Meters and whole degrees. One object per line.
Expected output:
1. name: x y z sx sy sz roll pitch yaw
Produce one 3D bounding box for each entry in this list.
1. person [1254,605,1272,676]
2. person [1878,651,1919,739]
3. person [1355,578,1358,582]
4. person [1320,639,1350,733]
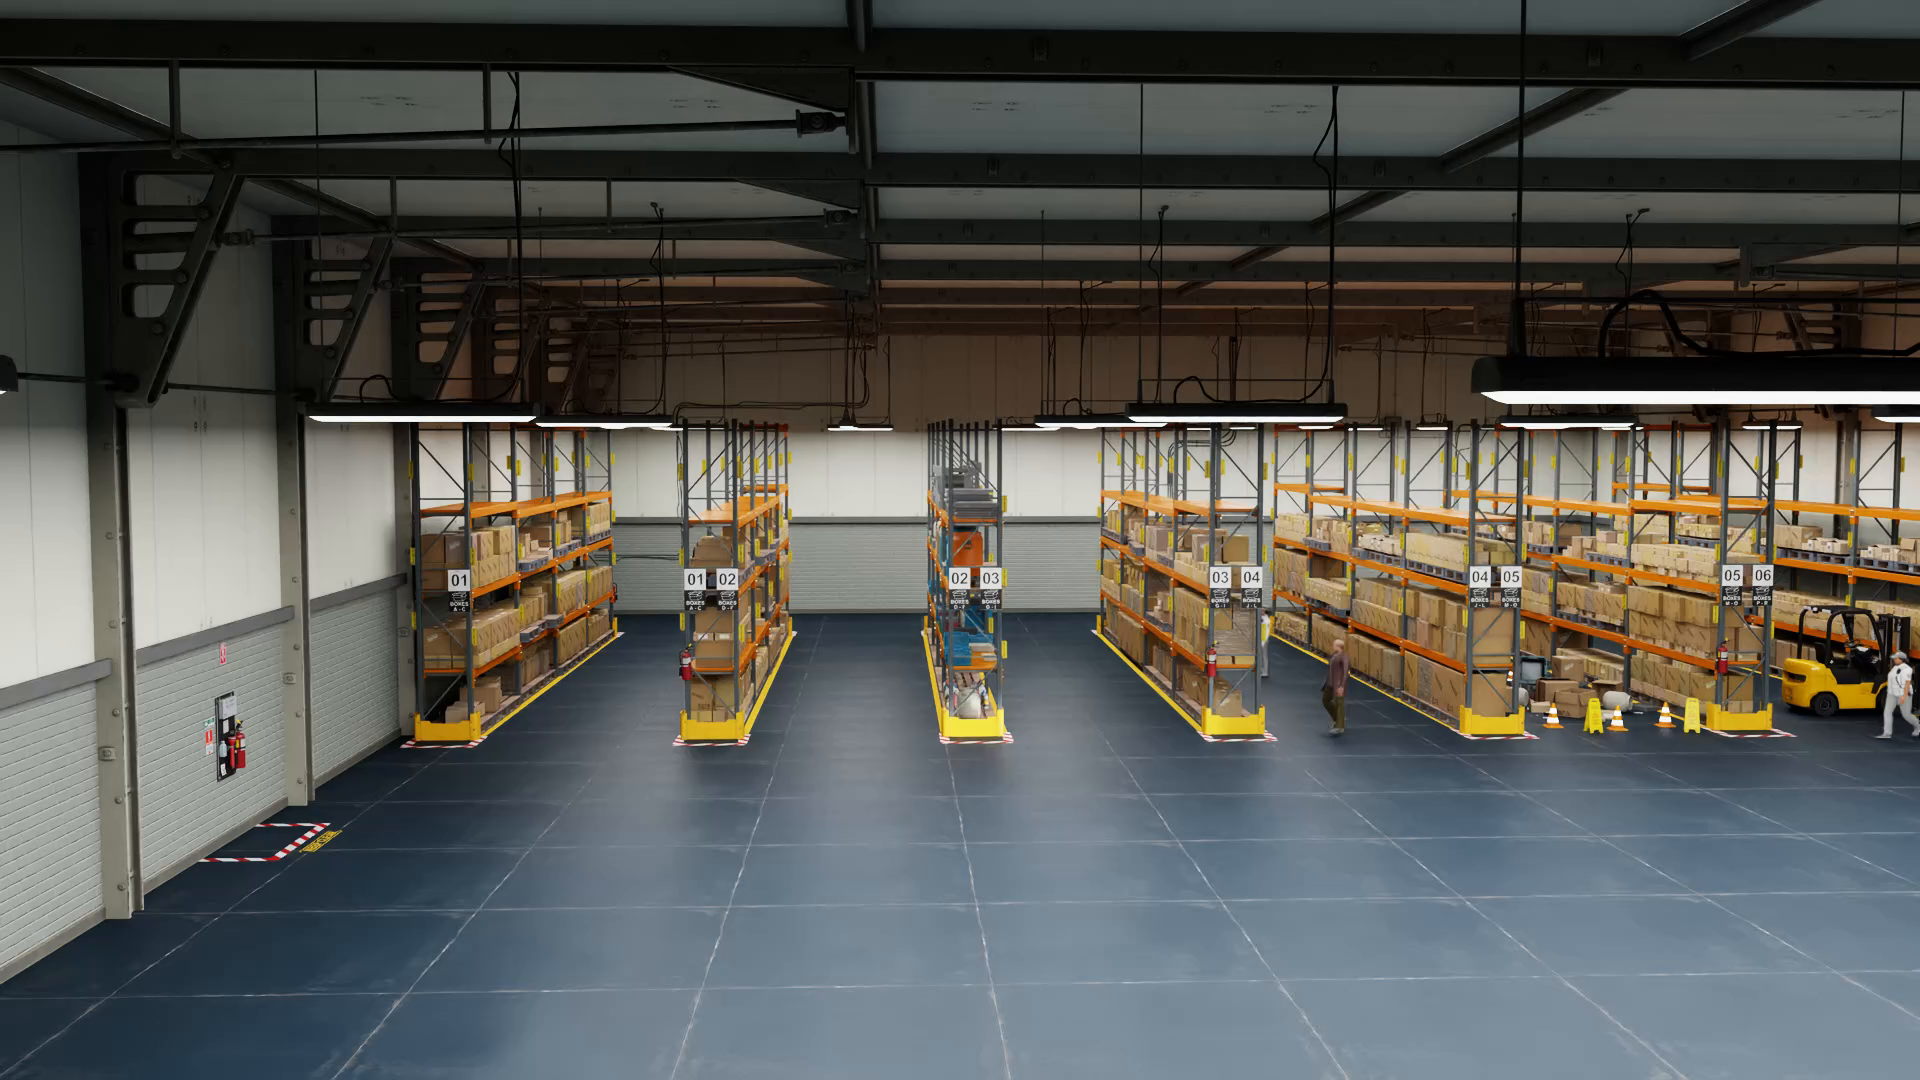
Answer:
1. person: 7.160 2.379 39.379 0.403 1.701 0.571 -2 4 -30
2. person: 17.609 2.903 31.117 0.768 1.648 0.476 -2 4 -27
3. person: 11.134 1.900 46.946 0.356 1.668 0.556 1 4 22
4. person: 7.191 2.884 31.870 0.594 1.594 0.675 -3 4 -36
